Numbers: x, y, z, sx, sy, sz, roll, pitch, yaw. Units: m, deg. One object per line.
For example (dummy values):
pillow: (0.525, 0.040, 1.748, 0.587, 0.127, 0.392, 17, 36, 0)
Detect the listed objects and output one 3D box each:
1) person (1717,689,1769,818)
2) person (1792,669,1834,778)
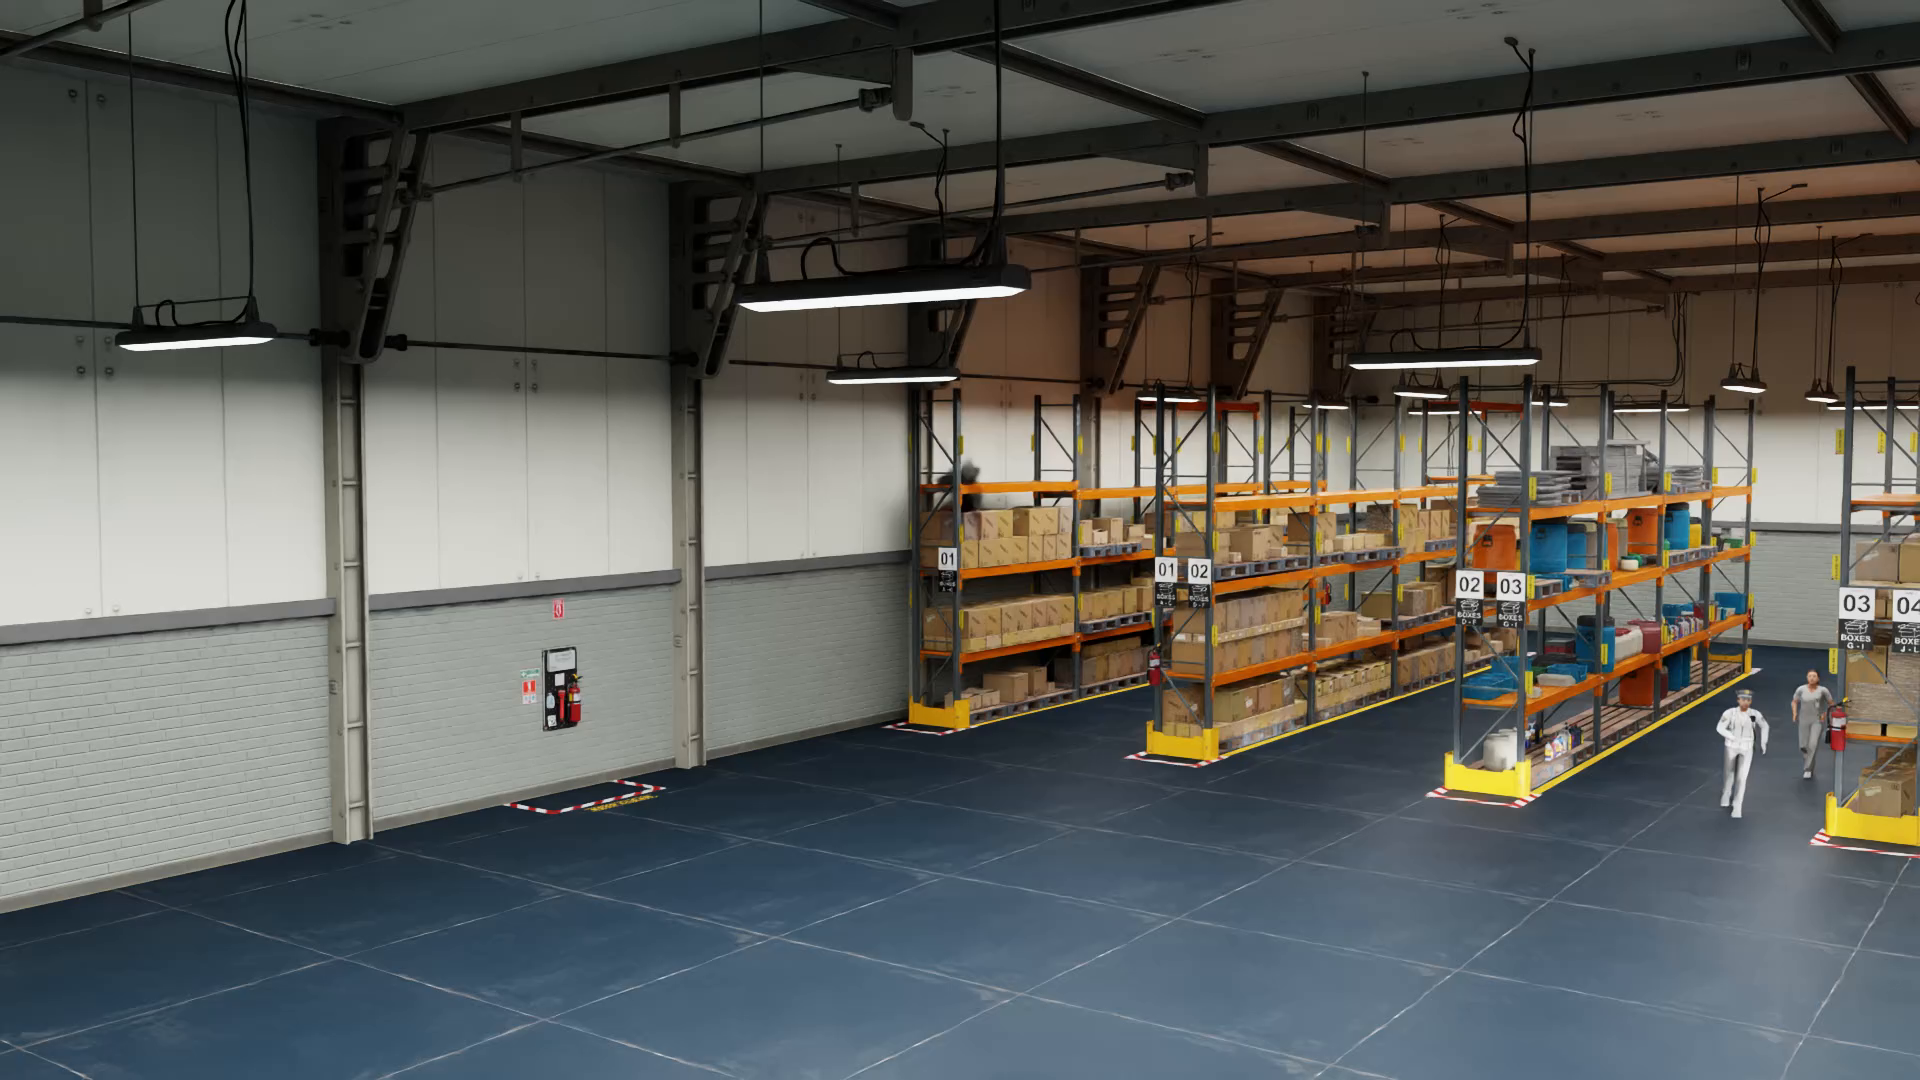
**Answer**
person: (10.633, 2.879, 22.605, 0.643, 1.742, 0.787, 2, 4, 25)
person: (12.955, 2.764, 25.273, 0.578, 1.637, 0.617, 2, 4, 32)
